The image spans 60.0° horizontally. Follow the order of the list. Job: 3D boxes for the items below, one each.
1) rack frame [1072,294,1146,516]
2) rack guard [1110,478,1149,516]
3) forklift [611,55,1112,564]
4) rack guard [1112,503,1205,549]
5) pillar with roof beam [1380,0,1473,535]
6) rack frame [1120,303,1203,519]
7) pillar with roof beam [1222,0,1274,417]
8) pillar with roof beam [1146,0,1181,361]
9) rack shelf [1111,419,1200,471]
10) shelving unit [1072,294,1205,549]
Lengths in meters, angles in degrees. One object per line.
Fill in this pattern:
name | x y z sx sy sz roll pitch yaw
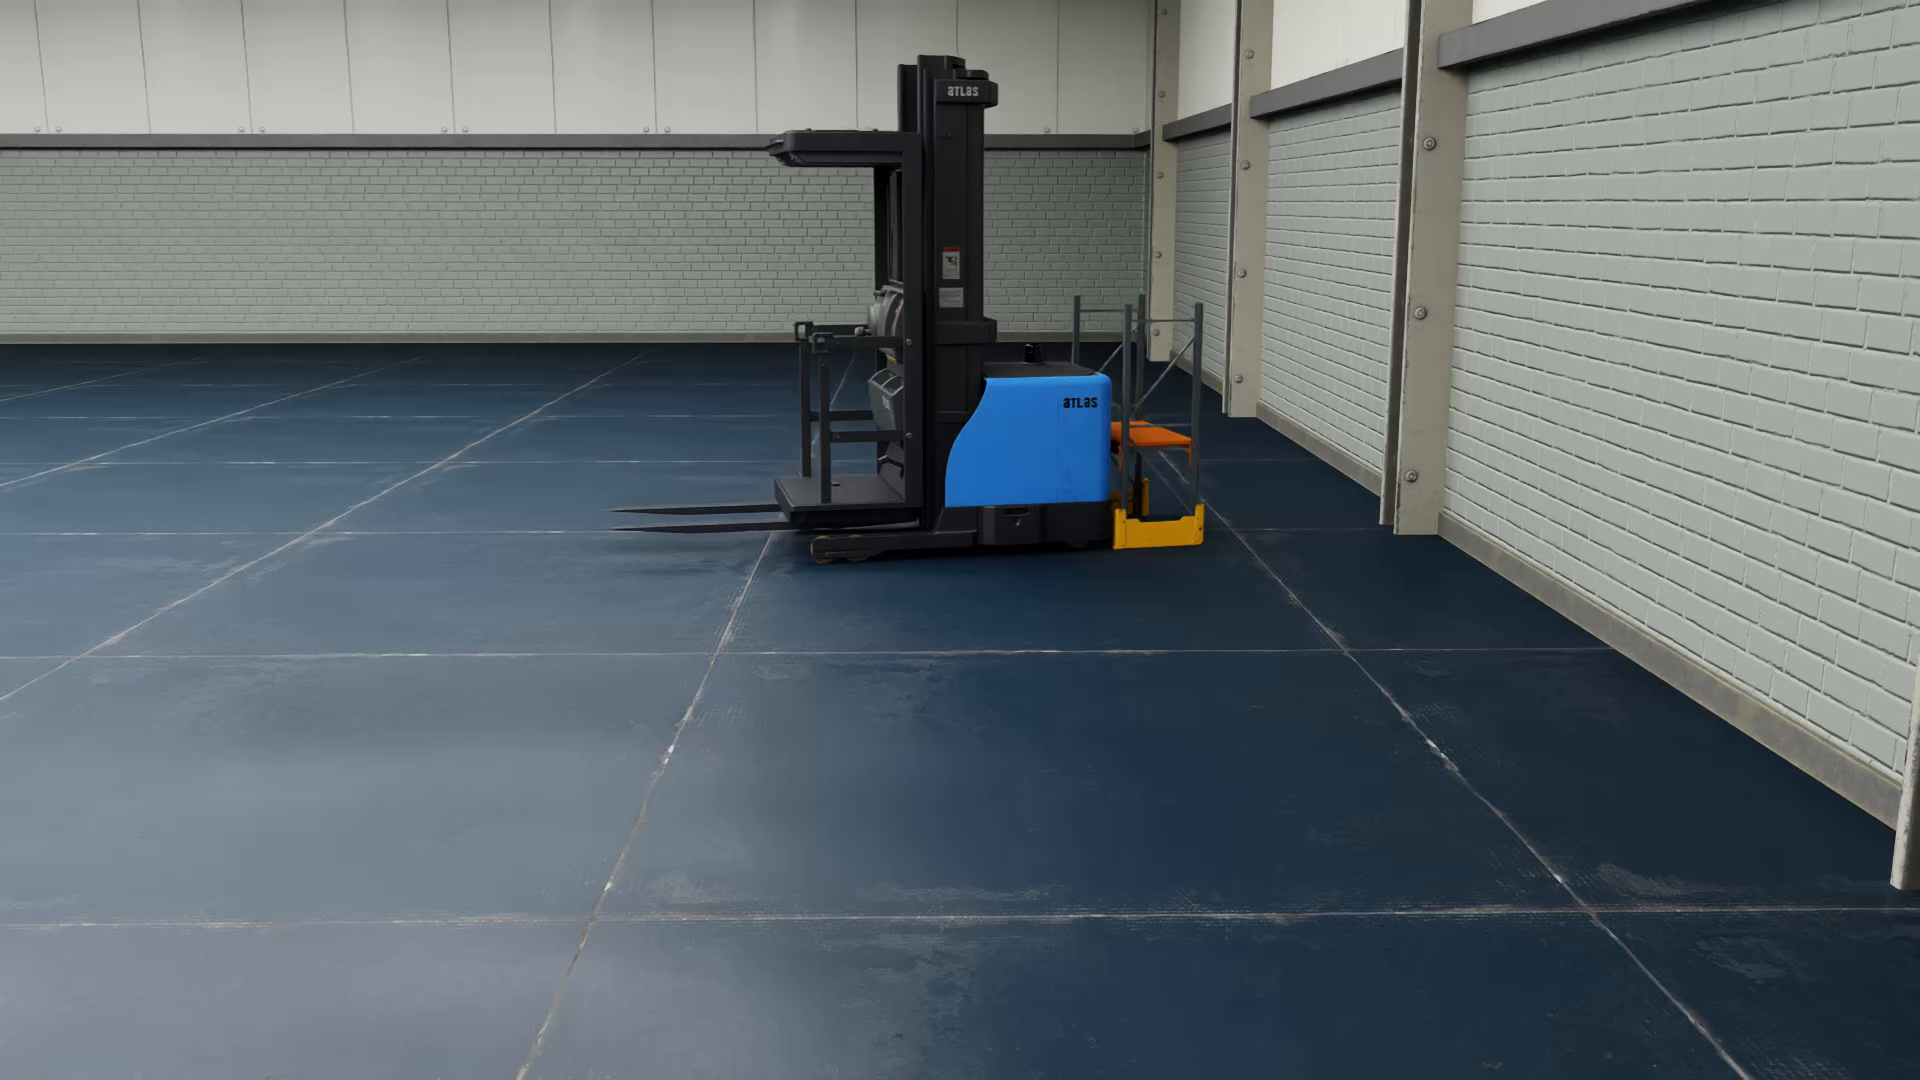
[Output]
rack frame | 0.993 -0.897 11.210 0.500 1.500 0.032 -3 12 -14
rack guard | 0.998 -0.281 11.315 0.587 0.250 0.087 -3 12 -14
forklift | -0.634 -1.410 10.139 3.031 2.935 1.130 -2 12 -12
rack guard | 1.237 -0.089 10.368 0.587 0.250 0.087 -3 12 -14
pillar with roof beam | -1.342 -4.467 9.947 9.100 9.000 0.400 0 11 -1
rack frame | 1.237 -0.701 10.242 0.500 1.500 0.032 -3 12 -14
pillar with roof beam | -1.466 -5.660 15.826 9.100 9.000 0.400 0 11 -1
pillar with roof beam | -1.590 -6.853 21.705 9.100 9.000 0.400 0 11 -1
rack shelf | 1.115 -0.623 10.762 0.538 0.185 1.000 -3 12 -14
shelving unit | 1.117 -0.797 10.717 0.587 1.500 1.083 -3 12 -14
